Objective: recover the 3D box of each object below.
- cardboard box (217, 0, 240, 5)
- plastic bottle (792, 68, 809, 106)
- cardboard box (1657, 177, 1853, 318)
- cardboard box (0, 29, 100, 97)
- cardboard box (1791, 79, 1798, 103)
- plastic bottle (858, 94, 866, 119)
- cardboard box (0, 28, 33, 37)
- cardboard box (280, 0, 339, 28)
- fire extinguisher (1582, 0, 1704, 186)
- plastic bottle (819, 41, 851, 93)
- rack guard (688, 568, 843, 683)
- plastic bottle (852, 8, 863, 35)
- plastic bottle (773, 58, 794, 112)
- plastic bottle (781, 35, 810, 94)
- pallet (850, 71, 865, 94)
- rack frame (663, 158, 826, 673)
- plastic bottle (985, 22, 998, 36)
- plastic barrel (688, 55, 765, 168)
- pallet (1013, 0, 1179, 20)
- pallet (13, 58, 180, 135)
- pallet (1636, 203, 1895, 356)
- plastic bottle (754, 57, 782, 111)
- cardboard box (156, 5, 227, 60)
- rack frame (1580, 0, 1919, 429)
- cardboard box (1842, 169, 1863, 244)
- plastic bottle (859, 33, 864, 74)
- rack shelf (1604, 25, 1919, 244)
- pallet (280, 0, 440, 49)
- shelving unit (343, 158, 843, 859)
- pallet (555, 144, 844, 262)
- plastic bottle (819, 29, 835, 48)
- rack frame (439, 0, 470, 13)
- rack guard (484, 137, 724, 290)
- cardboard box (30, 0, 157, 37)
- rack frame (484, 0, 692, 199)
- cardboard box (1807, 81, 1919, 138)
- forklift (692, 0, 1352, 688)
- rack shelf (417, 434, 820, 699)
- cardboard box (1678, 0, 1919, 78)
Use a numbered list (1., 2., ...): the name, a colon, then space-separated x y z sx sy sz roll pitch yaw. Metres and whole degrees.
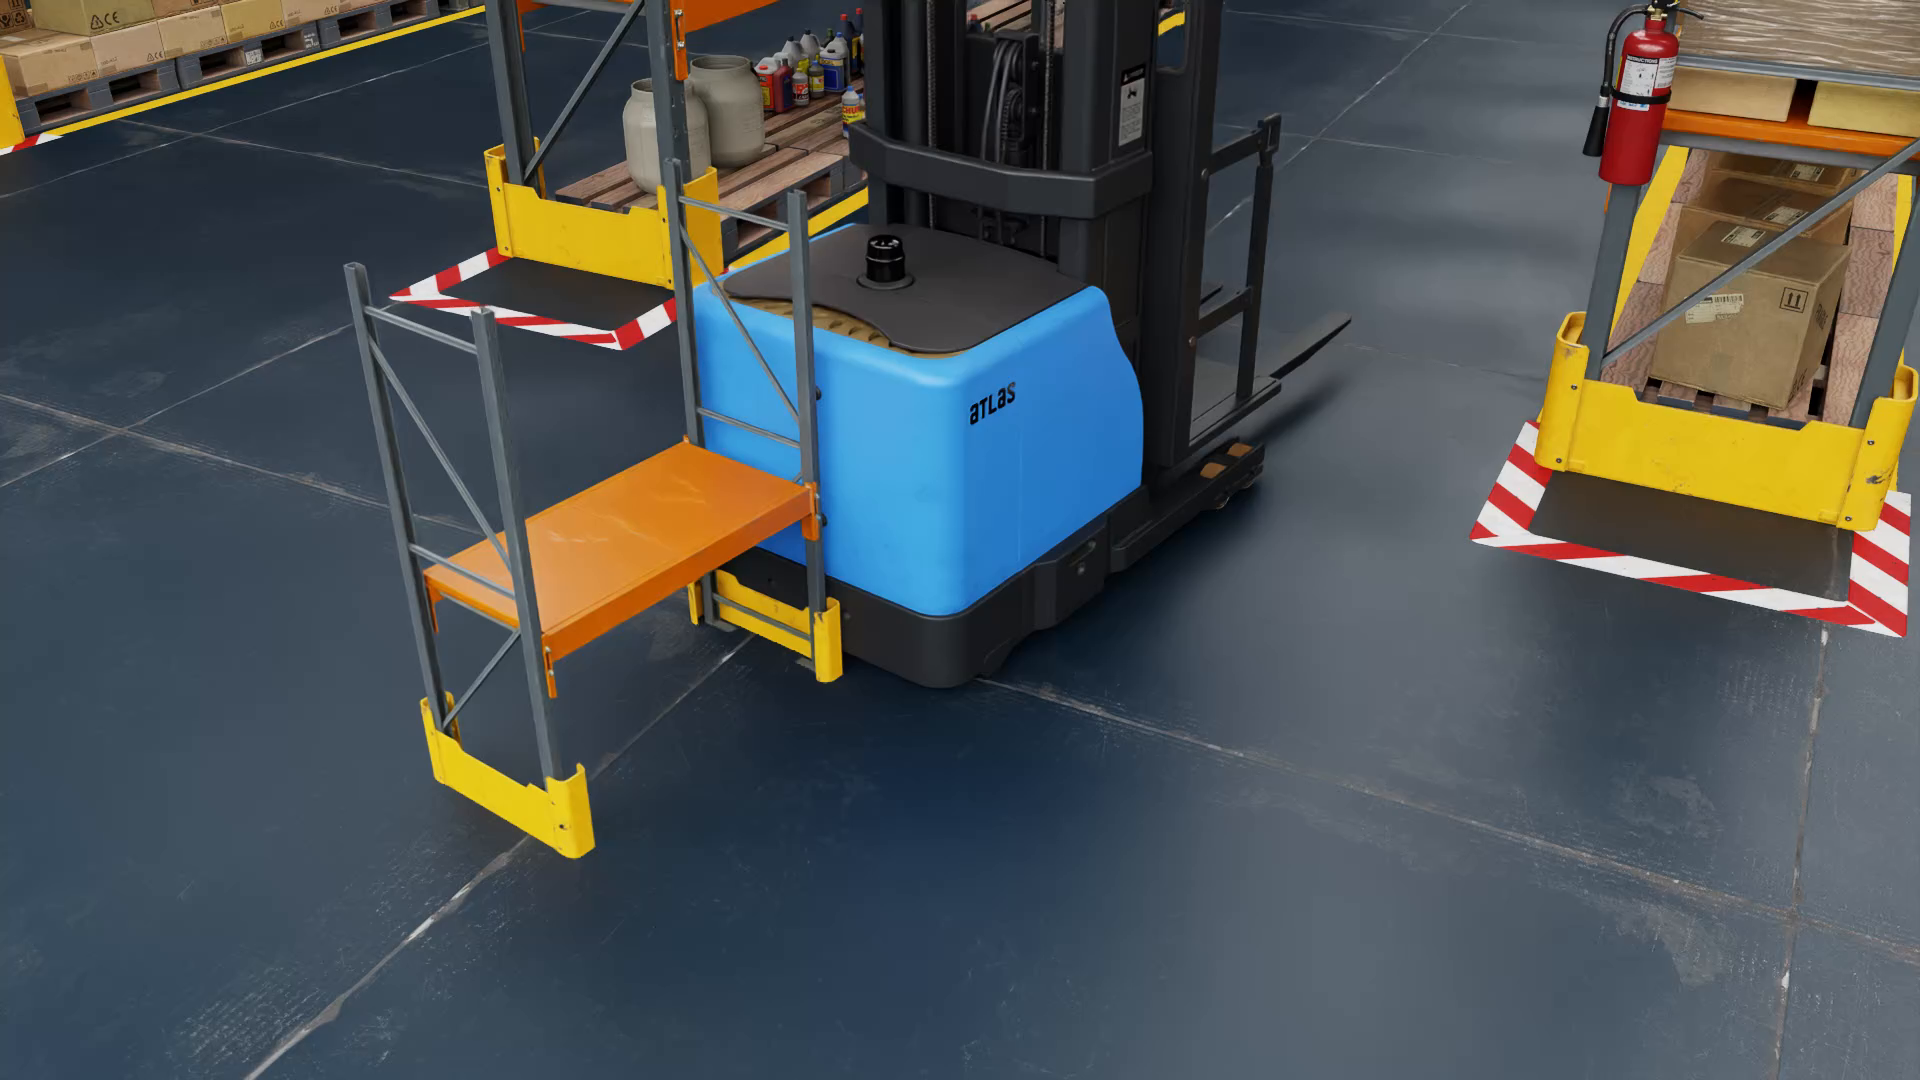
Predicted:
1. cardboard box: -4.983 -3.909 11.132 0.500 0.500 0.500 14 33 23
2. plastic bottle: -0.935 -2.655 9.730 0.097 0.201 0.097 0 30 0
3. cardboard box: 3.247 -1.138 6.807 0.500 0.500 0.500 24 38 36
4. cardboard box: -5.669 -2.920 10.161 0.500 0.250 0.500 14 33 23
5. cardboard box: 2.767 -1.669 5.896 0.380 0.149 0.250 14 33 23
6. plastic bottle: -0.553 -2.373 9.239 0.097 0.201 0.097 0 30 0
7. cardboard box: -6.130 -3.037 10.366 0.500 0.250 0.500 14 33 23
8. cardboard box: -4.757 -3.806 11.705 0.500 0.250 0.500 14 33 23
9. fire extinguisher: 2.244 -1.514 5.452 0.296 0.674 0.183 14 33 23
10. plastic bottle: -0.754 -2.842 9.980 0.152 0.276 0.135 14 33 23
11. rack guard: -0.606 0.223 5.111 0.587 0.250 0.087 21 36 31
12. plastic bottle: -0.618 -3.169 10.474 0.144 0.351 0.185 15 33 25
13. plastic bottle: -1.022 -2.625 9.595 0.061 0.283 0.133 14 33 23
14. plastic bottle: -0.982 -2.814 9.857 0.144 0.351 0.185 16 33 25
15. pallet: -0.224 -2.893 10.576 1.003 0.211 1.213 14 33 23
16. rack frame: -0.605 -0.320 4.801 0.500 1.500 0.032 21 36 31
17. plastic bottle: 0.194 -3.115 10.449 0.061 0.283 0.133 16 34 26
18. plastic barrel: -1.243 -2.252 8.736 0.421 0.512 0.421 0 30 0
19. pallet: 0.997 -4.081 12.645 1.003 0.211 1.213 14 33 23
20. pallet: -5.800 -2.882 10.556 1.003 0.211 1.213 14 33 23
21. pallet: 3.699 -1.209 7.643 1.003 0.211 1.213 14 33 23
22. plastic bottle: -1.117 -2.646 9.639 0.152 0.276 0.135 15 33 24
23. cardboard box: -5.216 -3.364 10.935 0.500 0.250 0.500 14 33 23
24. rack frame: 2.706 -1.494 5.339 1.000 3.000 0.127 14 33 23
25. cardboard box: 3.843 -1.648 7.696 0.500 0.500 0.500 11 32 19
26. plastic bottle: -0.577 -3.043 10.334 0.097 0.271 0.097 0 30 0
27. rack shelf: 3.617 -2.068 7.062 1.077 0.370 4.000 14 33 23
28. pallet: -4.688 -3.964 12.440 1.003 0.211 1.213 14 33 23
29. shelving unit: -0.906 -0.121 4.455 0.587 1.500 1.083 21 36 31
30. pallet: -1.335 -1.811 8.692 1.003 0.211 1.213 14 33 23
31. plastic bottle: -0.816 -2.992 10.234 0.061 0.283 0.133 16 33 25
32. rack frame: -4.289 -5.516 12.343 1.000 3.000 0.127 14 33 23
33. rack guard: -1.710 -1.578 7.995 1.175 0.500 0.348 14 33 23
34. cardboard box: -5.442 -3.467 10.361 0.500 0.500 0.500 14 33 23
35. rack frame: -1.703 -2.617 7.296 1.000 3.000 0.127 14 33 23
36. cardboard box: 3.048 -1.457 5.527 0.380 0.149 0.250 14 33 23
37. forklift: 0.457 -1.513 5.441 1.130 2.935 3.031 21 36 31
38. rack shelf: -0.912 0.038 4.538 0.538 0.185 1.000 21 36 31
39. cardboard box: 2.981 -1.904 5.654 0.875 0.500 0.500 14 33 23
